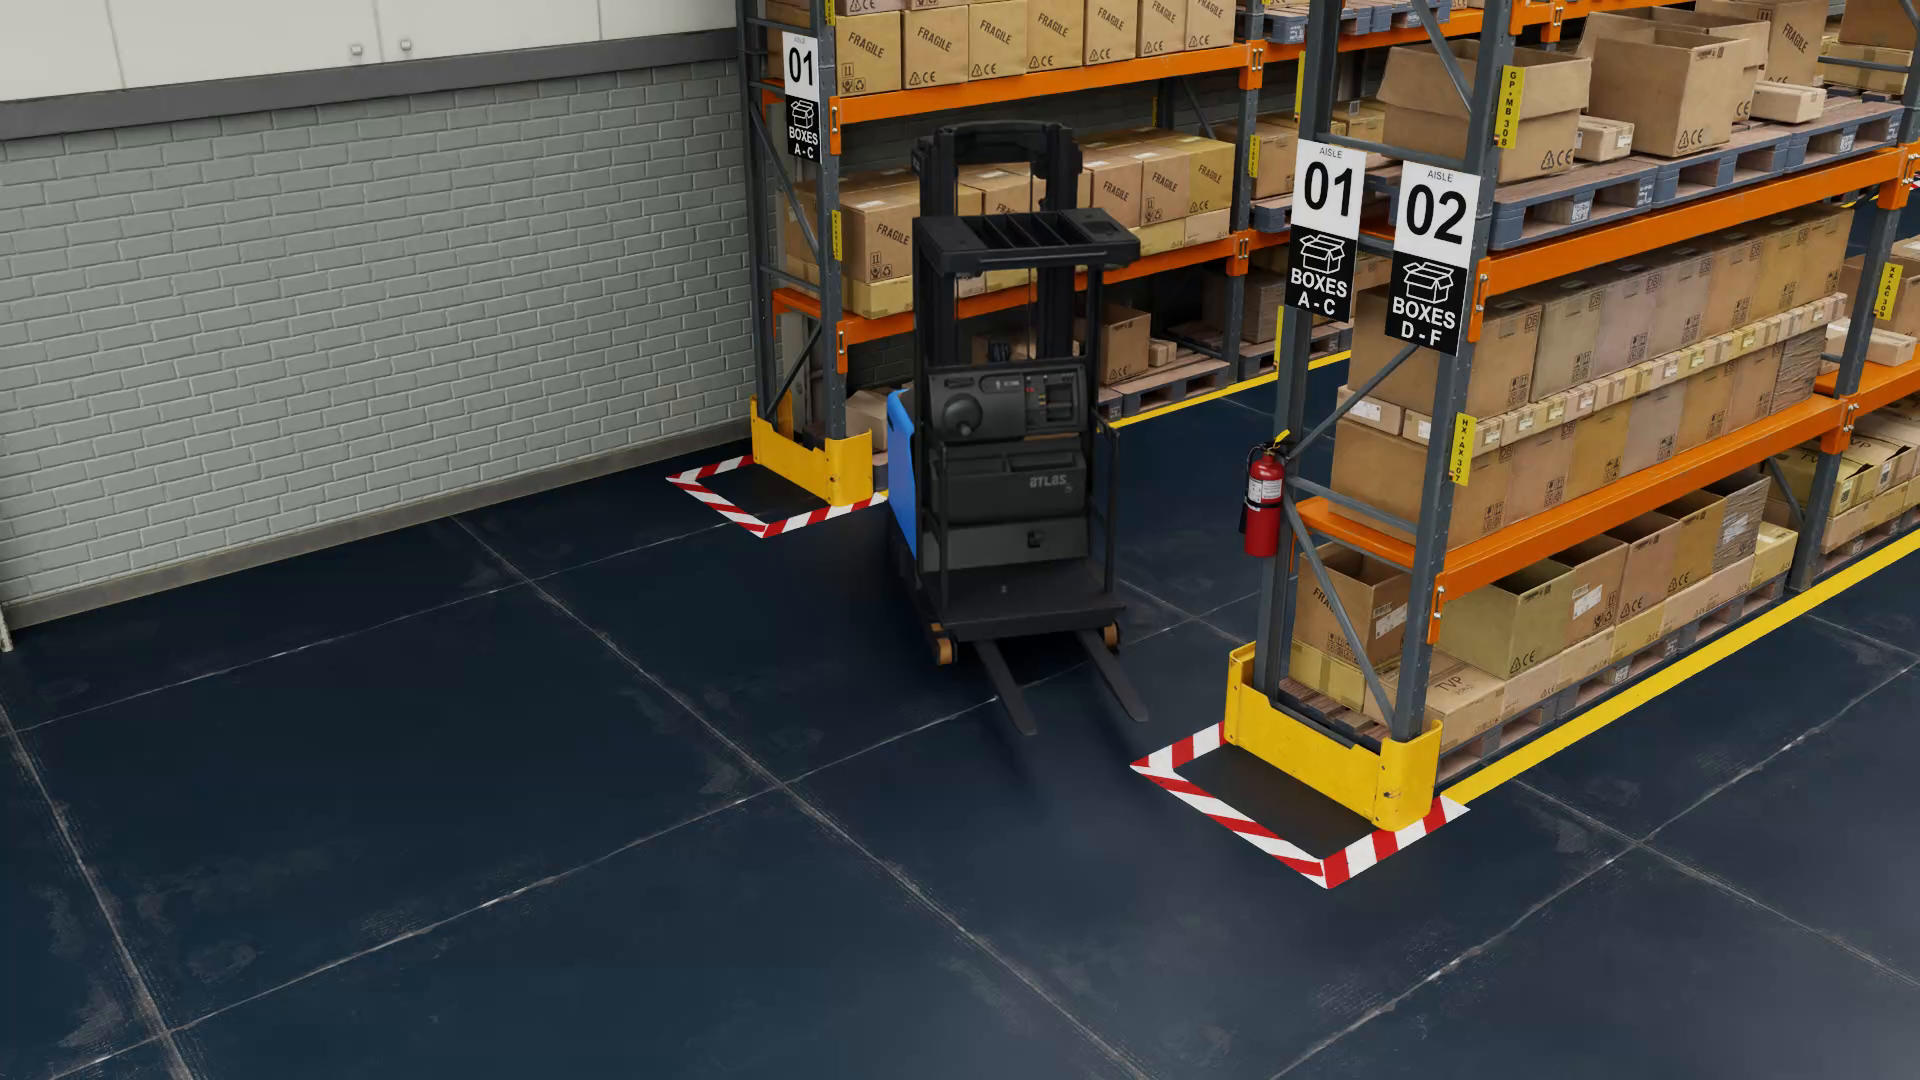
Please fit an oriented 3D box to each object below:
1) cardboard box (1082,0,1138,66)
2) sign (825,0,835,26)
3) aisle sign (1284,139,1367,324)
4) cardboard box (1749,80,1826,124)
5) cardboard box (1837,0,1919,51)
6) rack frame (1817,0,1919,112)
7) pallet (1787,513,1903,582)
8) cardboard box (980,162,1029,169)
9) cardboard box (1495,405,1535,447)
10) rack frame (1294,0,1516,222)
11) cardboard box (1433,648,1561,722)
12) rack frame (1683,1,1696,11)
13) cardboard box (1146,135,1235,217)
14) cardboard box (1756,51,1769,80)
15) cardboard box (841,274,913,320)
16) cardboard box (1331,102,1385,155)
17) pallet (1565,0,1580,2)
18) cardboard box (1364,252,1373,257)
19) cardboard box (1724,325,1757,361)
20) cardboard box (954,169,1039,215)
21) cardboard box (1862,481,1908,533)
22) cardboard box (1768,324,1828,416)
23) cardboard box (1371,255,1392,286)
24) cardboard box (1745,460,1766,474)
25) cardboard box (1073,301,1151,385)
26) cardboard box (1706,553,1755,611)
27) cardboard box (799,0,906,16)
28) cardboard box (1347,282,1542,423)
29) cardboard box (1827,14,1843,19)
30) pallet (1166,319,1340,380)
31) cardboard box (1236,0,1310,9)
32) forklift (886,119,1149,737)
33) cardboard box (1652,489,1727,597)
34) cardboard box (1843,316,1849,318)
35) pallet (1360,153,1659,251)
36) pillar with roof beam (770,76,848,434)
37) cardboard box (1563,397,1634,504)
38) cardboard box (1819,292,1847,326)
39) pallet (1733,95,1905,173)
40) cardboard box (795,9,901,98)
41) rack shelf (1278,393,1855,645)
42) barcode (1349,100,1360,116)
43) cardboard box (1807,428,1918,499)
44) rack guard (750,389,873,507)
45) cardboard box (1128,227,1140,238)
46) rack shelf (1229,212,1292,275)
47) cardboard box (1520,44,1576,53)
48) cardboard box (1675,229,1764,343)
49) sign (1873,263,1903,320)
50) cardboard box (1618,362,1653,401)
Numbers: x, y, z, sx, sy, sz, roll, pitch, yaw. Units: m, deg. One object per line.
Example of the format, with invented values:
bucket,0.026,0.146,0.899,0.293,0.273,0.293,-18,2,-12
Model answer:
cardboard box,0.933,-3.759,12.081,0.500,0.500,0.500,-20,31,-36
sign,-0.816,-3.379,10.367,0.005,0.325,0.100,-18,31,-34
aisle sign,1.676,-1.421,7.661,0.004,0.787,0.394,-18,31,-34
cardboard box,4.276,-2.298,8.708,0.250,0.149,0.380,-18,31,-34
cardboard box,5.566,-3.171,9.745,0.500,0.500,0.500,-18,30,-33
rack frame,5.056,-3.922,9.011,0.127,3.000,1.000,-18,31,-34
pallet,5.612,-0.140,11.302,1.213,0.211,1.003,-18,31,-34
cardboard box,0.291,-2.670,12.703,0.500,0.500,0.500,-18,30,-33
cardboard box,2.556,-0.601,8.094,0.250,0.149,0.380,-19,31,-35
rack frame,1.909,-2.883,6.773,0.127,3.000,1.000,-18,31,-34
cardboard box,2.859,0.698,8.950,0.500,0.250,0.500,-18,31,-34
rack frame,8.292,-4.919,18.286,0.127,3.000,1.000,-18,31,-34
cardboard box,1.815,-2.897,13.192,0.500,0.500,0.500,-18,31,-34
cardboard box,4.072,-2.591,9.148,0.500,0.311,0.500,-20,32,-37
cardboard box,-0.571,-1.764,11.643,0.500,0.250,0.500,-19,31,-35
cardboard box,3.361,-3.531,14.654,0.500,0.500,0.700,-14,28,-27
pallet,5.618,-5.340,15.854,1.003,0.211,1.213,-17,30,-32
cardboard box,3.721,-2.819,15.317,0.500,0.250,0.500,-18,31,-34
cardboard box,4.173,-1.135,9.243,0.250,0.149,0.380,-18,31,-34
cardboard box,0.216,-2.365,12.046,0.500,0.500,0.500,-19,31,-36
cardboard box,5.930,-0.299,11.099,0.500,0.250,0.500,-17,30,-33
cardboard box,4.711,-1.129,10.000,0.500,0.500,0.700,-19,31,-35
cardboard box,3.759,-2.508,15.537,0.500,0.500,0.700,-18,31,-34
cardboard box,5.198,-0.599,11.078,0.500,0.311,0.500,-18,31,-34
cardboard box,1.205,-1.624,13.632,0.500,0.500,0.500,-21,32,-38
cardboard box,4.427,0.175,10.076,0.500,0.250,0.500,-18,31,-34
cardboard box,-0.698,-3.690,10.744,0.500,0.500,0.500,-21,32,-38
cardboard box,2.326,-0.926,8.023,0.500,0.500,0.700,-18,30,-34
cardboard box,11.044,-5.958,20.169,0.700,0.700,0.980,-17,30,-32
pallet,2.608,-1.779,14.832,1.213,0.211,1.003,-18,31,-34
cardboard box,2.476,-4.553,13.316,0.500,0.500,0.500,-14,28,-27
forklift,0.330,-0.772,9.433,1.130,2.935,3.031,-5,25,-11
cardboard box,4.034,-0.034,9.637,0.500,0.500,0.500,-18,31,-34
cardboard box,5.635,-1.429,10.926,0.258,0.266,0.396,-19,31,-35
pallet,2.481,-1.657,7.800,1.213,0.211,1.003,-18,31,-34
pillar with roof beam,1.522,-3.565,8.243,0.400,9.000,9.100,-18,31,-34
cardboard box,3.088,-0.589,8.838,0.500,0.500,0.700,-18,30,-34
cardboard box,4.974,-1.399,9.812,0.250,0.149,0.380,-18,31,-34
pallet,4.401,-2.291,9.166,1.213,0.211,1.003,-18,31,-34
cardboard box,-0.734,-3.221,10.921,0.500,0.500,0.500,-17,30,-33
rack shelf,3.482,-0.355,9.306,4.000,0.370,1.077,-18,31,-34
barcode,1.848,-2.024,7.795,0.075,0.075,0.001,-18,31,-34
cardboard box,5.932,-0.552,10.977,0.500,0.311,0.500,-19,31,-35
rack guard,-1.091,-0.688,12.138,0.348,0.500,1.175,-18,31,-34
cardboard box,1.027,-2.296,12.789,0.500,0.250,0.500,-18,31,-34
rack shelf,3.570,-3.034,15.079,4.000,0.370,1.077,-18,31,-34
cardboard box,5.751,-4.747,16.528,0.500,0.250,0.500,-19,31,-36
cardboard box,3.920,-1.456,9.164,0.500,0.500,0.700,-18,31,-34
sign,5.400,-1.446,9.680,0.005,0.325,0.100,-18,31,-34
cardboard box,3.363,-0.867,8.666,0.250,0.149,0.380,-19,31,-35
